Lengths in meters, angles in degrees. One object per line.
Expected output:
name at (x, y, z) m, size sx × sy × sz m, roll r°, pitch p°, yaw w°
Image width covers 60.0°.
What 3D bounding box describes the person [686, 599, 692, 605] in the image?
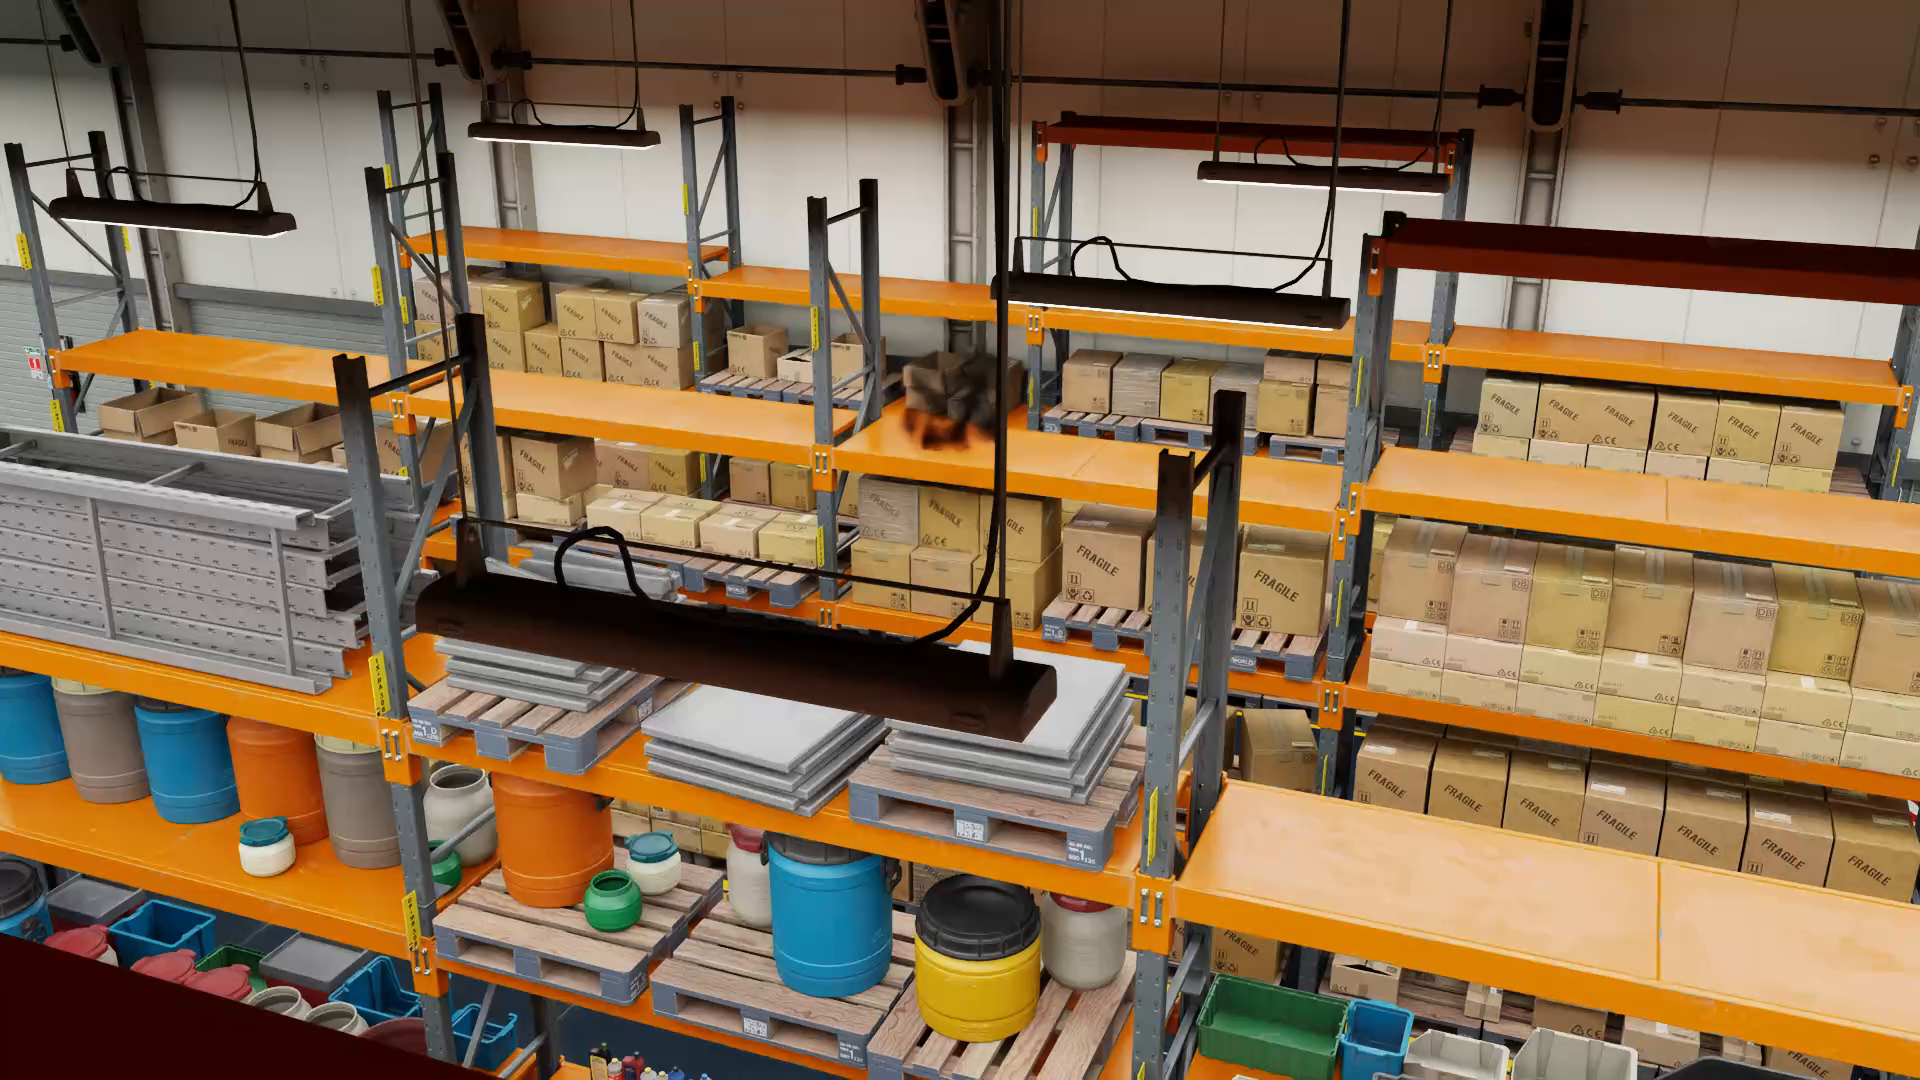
person at (-2.750, 1.314, 16.593) m, size 0.612 × 1.671 × 0.657 m, roll 8°, pitch 22°, yaw 19°
